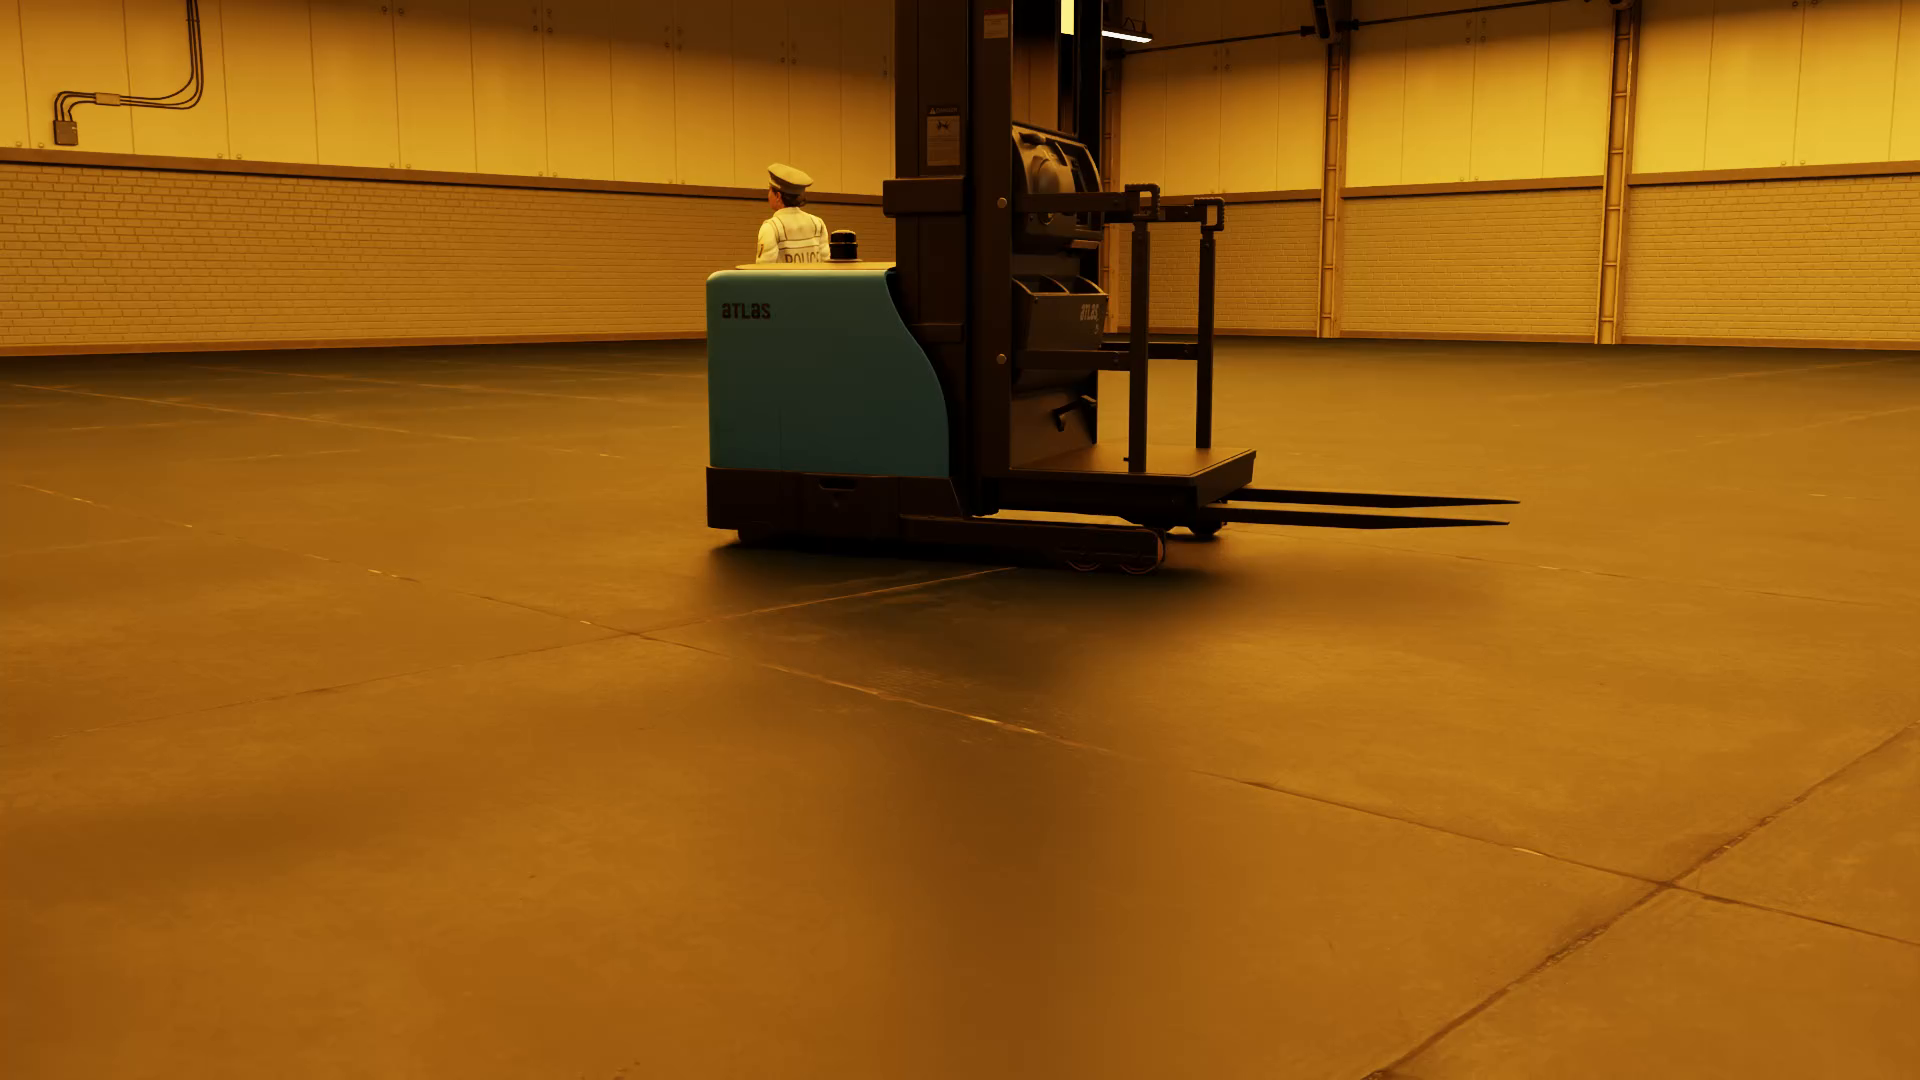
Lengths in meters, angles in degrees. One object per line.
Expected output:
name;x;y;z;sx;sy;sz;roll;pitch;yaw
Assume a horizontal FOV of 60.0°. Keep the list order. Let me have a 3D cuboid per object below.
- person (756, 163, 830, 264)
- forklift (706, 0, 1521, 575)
person;-1.023;-1.287;9.524;0.588;1.694;0.530;-8;12;-43
forklift;0.565;-1.416;6.275;3.031;2.935;1.130;3;9;22
